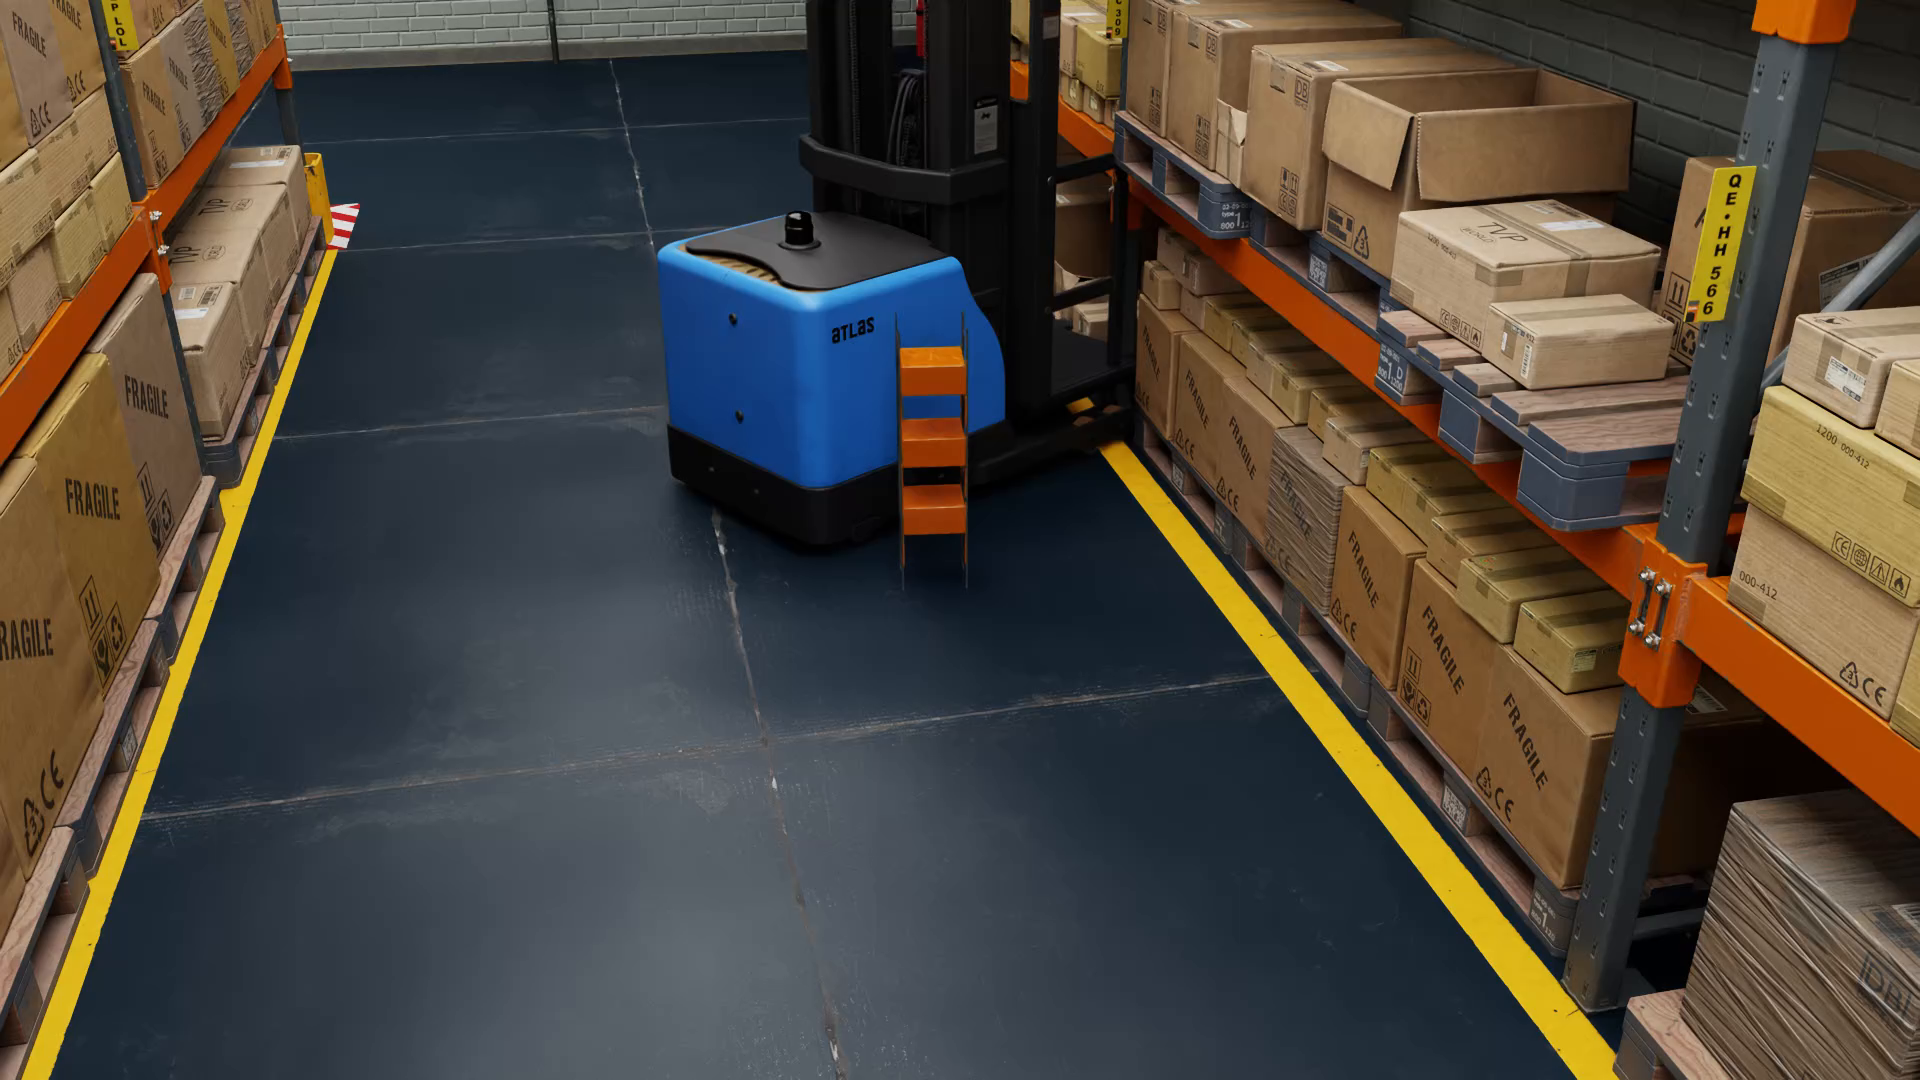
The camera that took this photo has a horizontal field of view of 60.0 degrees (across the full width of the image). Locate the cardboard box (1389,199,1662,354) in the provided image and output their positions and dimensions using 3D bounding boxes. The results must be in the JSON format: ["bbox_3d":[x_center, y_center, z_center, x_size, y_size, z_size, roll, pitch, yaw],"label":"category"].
[{"bbox_3d":[1.540,-0.734,4.575,0.500,0.250,0.500,-7,28,-14],"label":"cardboard box"}]

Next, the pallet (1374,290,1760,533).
[{"bbox_3d":[1.872,-0.388,4.402,1.213,0.211,1.003,-6,27,-12],"label":"pallet"}]

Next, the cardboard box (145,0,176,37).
[{"bbox_3d":[-3.623,-2.380,6.916,0.500,0.500,0.500,-6,27,-12],"label":"cardboard box"}]

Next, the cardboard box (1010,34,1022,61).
[{"bbox_3d":[0.418,-2.726,9.102,0.380,0.149,0.250,-5,27,-10],"label":"cardboard box"}]

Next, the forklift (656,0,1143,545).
[{"bbox_3d":[0.159,-1.850,7.163,3.031,2.935,1.130,-24,35,-39],"label":"forklift"}]

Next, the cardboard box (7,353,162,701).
[{"bbox_3d":[-3.215,-0.012,5.337,0.875,0.875,0.875,-5,27,-10],"label":"cardboard box"}]

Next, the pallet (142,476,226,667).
[{"bbox_3d":[-3.396,0.143,6.233,1.003,0.211,1.213,-6,27,-12],"label":"pallet"}]

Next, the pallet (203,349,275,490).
[{"bbox_3d":[-3.739,-0.530,7.566,1.003,0.211,1.213,-6,27,-12],"label":"pallet"}]

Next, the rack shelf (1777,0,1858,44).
[{"bbox_3d":[2.544,-0.323,1.530,1.077,0.370,4.000,-6,27,-12],"label":"rack shelf"}]

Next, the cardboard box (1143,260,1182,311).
[{"bbox_3d":[1.013,-1.116,7.219,0.380,0.149,0.250,-5,27,-9],"label":"cardboard box"}]

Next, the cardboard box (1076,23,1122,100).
[{"bbox_3d":[0.839,-2.204,7.623,0.500,0.250,0.500,-5,27,-10],"label":"cardboard box"}]

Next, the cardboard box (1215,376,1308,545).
[{"bbox_3d":[1.319,-0.323,6.369,0.500,0.500,0.500,-7,28,-13],"label":"cardboard box"}]

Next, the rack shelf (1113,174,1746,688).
[{"bbox_3d":[1.642,-0.740,5.685,1.077,0.370,4.000,-6,27,-12],"label":"rack shelf"}]

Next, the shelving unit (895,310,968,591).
[{"bbox_3d":[-0.104,-0.324,6.227,0.252,1.050,0.215,-2,27,-4],"label":"shelving unit"}]

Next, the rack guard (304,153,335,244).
[{"bbox_3d":[-4.551,-2.084,10.324,1.175,0.500,0.348,-6,27,-12],"label":"rack guard"}]

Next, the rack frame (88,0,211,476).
[{"bbox_3d":[-3.644,-1.433,6.261,1.000,3.000,0.127,-6,27,-12],"label":"rack frame"}]

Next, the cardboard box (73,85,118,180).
[{"bbox_3d":[-3.308,-1.421,5.847,0.500,0.250,0.500,-6,27,-12],"label":"cardboard box"}]

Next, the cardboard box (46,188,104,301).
[{"bbox_3d":[-3.183,-0.971,5.512,0.500,0.250,0.500,-6,27,-12],"label":"cardboard box"}]

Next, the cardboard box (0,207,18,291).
[{"bbox_3d":[-2.933,-0.752,4.523,0.500,0.250,0.500,-5,27,-11],"label":"cardboard box"}]

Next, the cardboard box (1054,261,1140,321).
[{"bbox_3d":[0.699,-1.277,8.520,0.396,0.266,0.258,-5,27,-10],"label":"cardboard box"}]

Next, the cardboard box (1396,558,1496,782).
[{"bbox_3d":[1.686,0.361,5.014,0.500,0.500,0.500,-6,27,-12],"label":"cardboard box"}]

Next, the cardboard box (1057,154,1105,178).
[{"bbox_3d":[0.512,-1.867,9.428,0.500,0.500,0.500,-5,27,-11],"label":"cardboard box"}]

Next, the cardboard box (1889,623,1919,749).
[{"bbox_3d":[2.063,0.325,2.944,0.500,0.250,0.500,-7,28,-13],"label":"cardboard box"}]

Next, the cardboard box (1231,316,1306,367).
[{"bbox_3d":[1.295,-0.771,6.537,0.380,0.149,0.250,-6,27,-12],"label":"cardboard box"}]

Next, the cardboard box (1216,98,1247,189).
[{"bbox_3d":[1.131,-1.418,5.913,0.396,0.266,0.258,-5,27,-9],"label":"cardboard box"}]

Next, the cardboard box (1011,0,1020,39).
[{"bbox_3d":[0.497,-2.868,8.940,0.500,0.250,0.500,-7,28,-13],"label":"cardboard box"}]

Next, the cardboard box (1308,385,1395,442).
[{"bbox_3d":[1.458,-0.433,5.867,0.380,0.149,0.250,-6,27,-11],"label":"cardboard box"}]

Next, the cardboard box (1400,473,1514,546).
[{"bbox_3d":[1.611,-0.092,5.192,0.380,0.149,0.250,-5,27,-10],"label":"cardboard box"}]

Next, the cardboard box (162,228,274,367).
[{"bbox_3d":[-3.883,-1.156,8.090,0.875,0.438,0.875,-7,28,-13],"label":"cardboard box"}]

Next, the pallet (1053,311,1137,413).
[{"bbox_3d":[1.038,-0.996,8.488,1.003,0.211,1.213,-6,27,-12],"label":"pallet"}]

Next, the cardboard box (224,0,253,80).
[{"bbox_3d":[-3.955,-2.602,8.466,0.500,0.500,0.500,-5,27,-10],"label":"cardboard box"}]

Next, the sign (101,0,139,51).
[{"bbox_3d":[-3.117,-1.974,6.135,0.100,0.325,0.005,-6,27,-12],"label":"sign"}]

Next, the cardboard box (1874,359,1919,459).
[{"bbox_3d":[1.939,-0.230,3.046,0.380,0.149,0.250,-5,27,-10],"label":"cardboard box"}]

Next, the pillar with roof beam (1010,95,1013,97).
[{"bbox_3d":[-3.634,-7.211,11.050,9.100,9.000,0.400,-6,27,-12],"label":"pillar with roof beam"}]

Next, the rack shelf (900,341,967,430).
[{"bbox_3d":[-0.104,-0.568,6.104,0.240,0.259,0.215,-2,27,-4],"label":"rack shelf"}]

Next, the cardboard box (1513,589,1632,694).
[{"bbox_3d":[1.735,0.265,4.484,0.380,0.149,0.250,-7,28,-14],"label":"cardboard box"}]

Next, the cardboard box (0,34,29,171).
[{"bbox_3d":[-3.079,-1.303,4.781,0.500,0.500,0.500,-5,27,-10],"label":"cardboard box"}]

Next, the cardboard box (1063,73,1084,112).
[{"bbox_3d":[0.712,-2.165,7.989,0.380,0.149,0.250,-5,27,-10],"label":"cardboard box"}]

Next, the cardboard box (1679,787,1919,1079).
[{"bbox_3d":[2.220,0.965,3.679,0.875,0.625,0.625,-5,27,-10],"label":"cardboard box"}]

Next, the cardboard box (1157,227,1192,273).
[{"bbox_3d":[1.072,-1.254,7.165,0.380,0.149,0.250,-6,27,-12],"label":"cardboard box"}]

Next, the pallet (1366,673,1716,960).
[{"bbox_3d":[1.961,0.730,5.069,1.003,0.211,1.213,-6,27,-12],"label":"pallet"}]

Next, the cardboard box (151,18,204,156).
[{"bbox_3d":[-3.604,-1.932,7.137,0.500,0.500,0.500,-6,27,-11],"label":"cardboard box"}]
